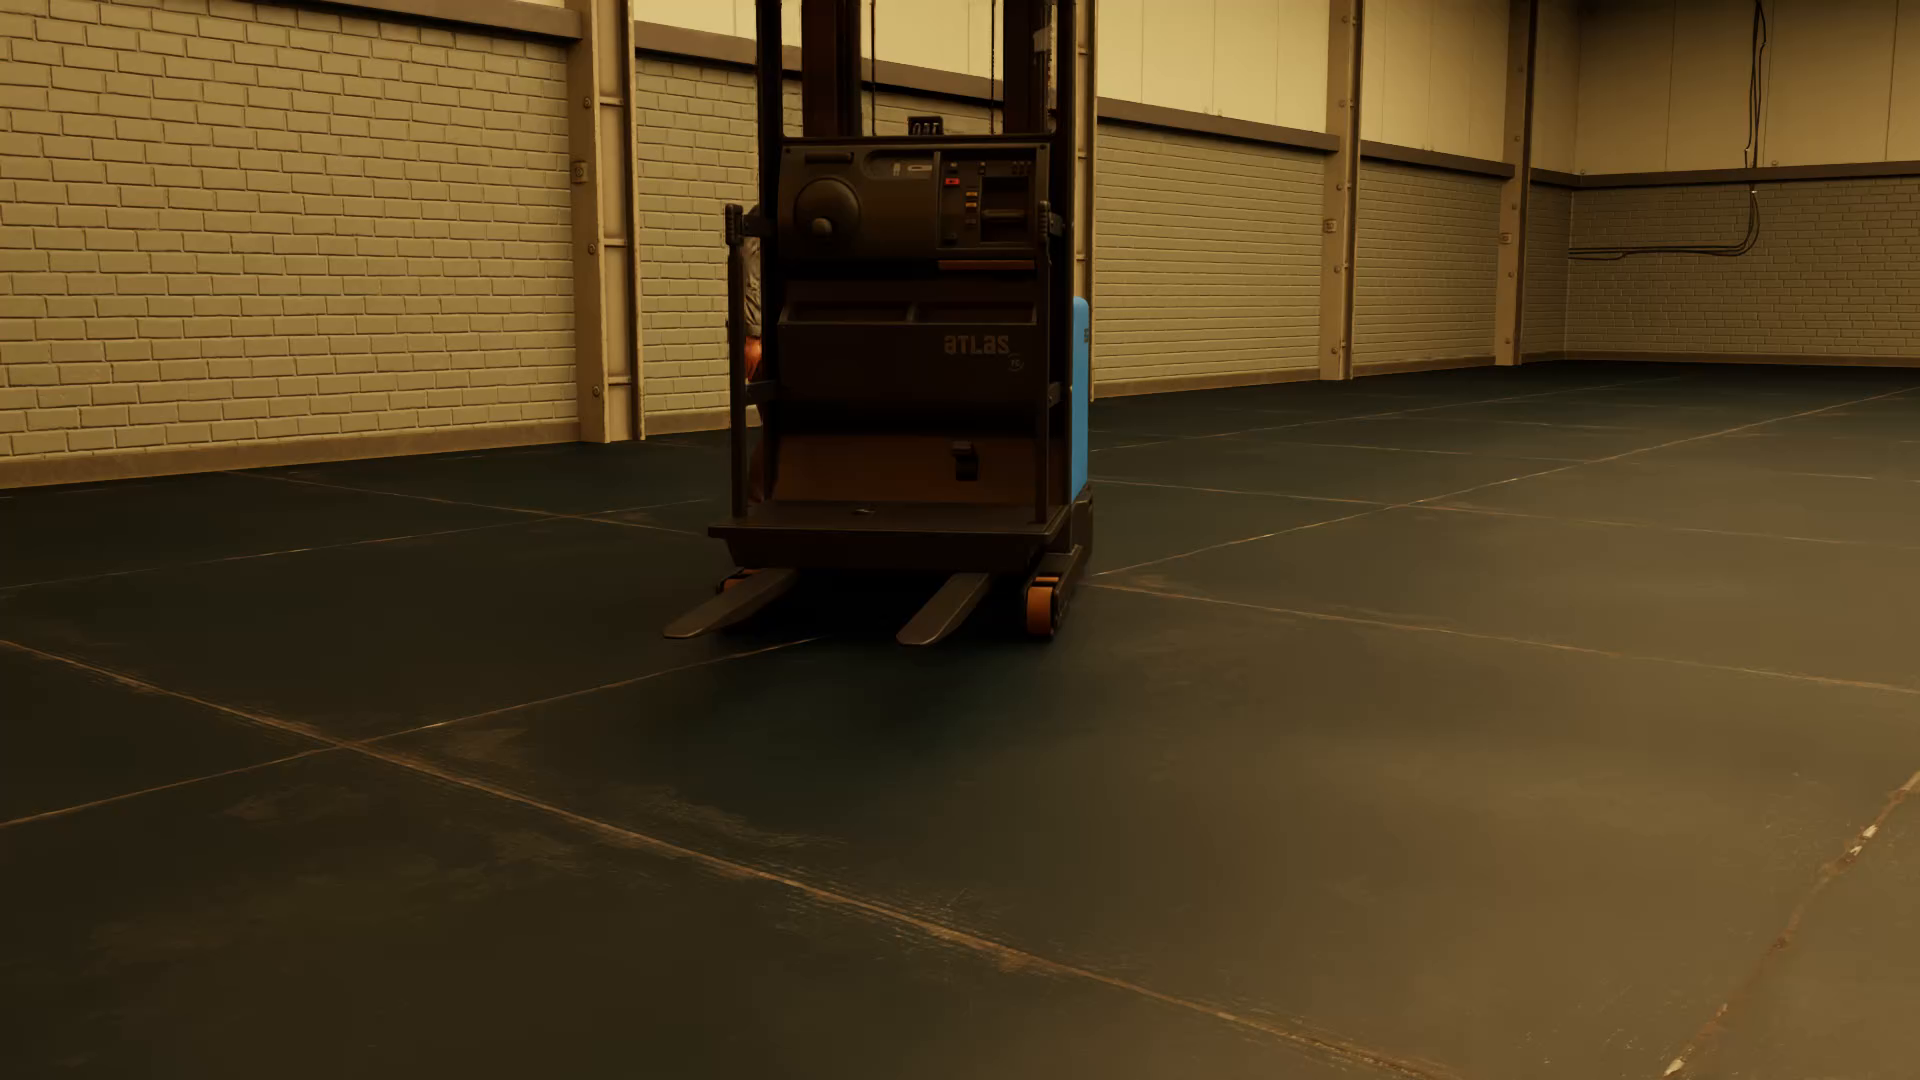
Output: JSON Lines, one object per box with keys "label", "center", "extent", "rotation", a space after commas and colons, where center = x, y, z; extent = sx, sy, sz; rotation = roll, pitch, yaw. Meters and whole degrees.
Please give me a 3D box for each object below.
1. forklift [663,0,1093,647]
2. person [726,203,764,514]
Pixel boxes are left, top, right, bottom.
{"label": "forklift", "center": [-0.190, -1.196, 5.453], "extent": [1.130, 2.935, 3.031], "rotation": [1, 8, 9]}
{"label": "person", "center": [-0.878, -0.894, 7.684], "extent": [0.386, 1.695, 0.827], "rotation": [-1, 8, -4]}
